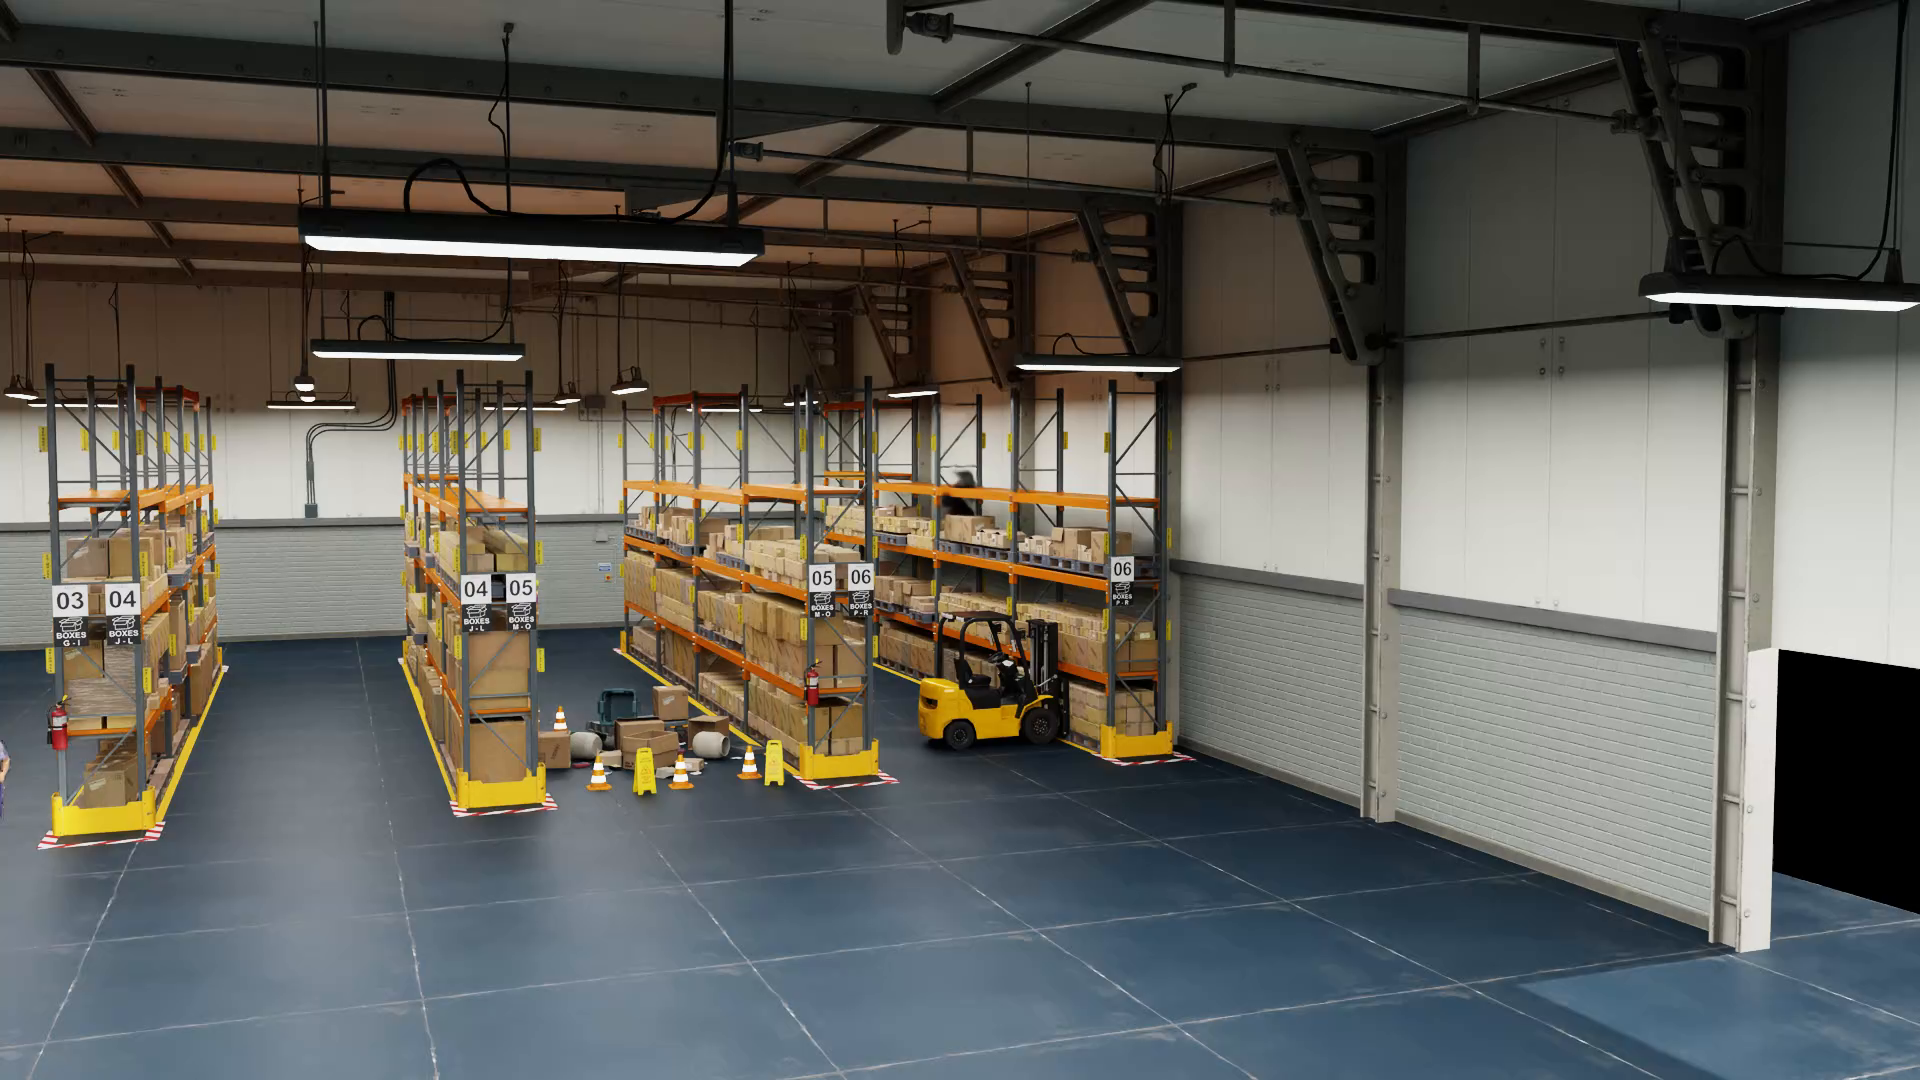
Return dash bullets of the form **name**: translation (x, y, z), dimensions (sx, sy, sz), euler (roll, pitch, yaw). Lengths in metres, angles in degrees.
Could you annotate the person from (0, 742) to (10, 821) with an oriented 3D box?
- **person**: translation (-11.959, 3.024, 20.344), dimensions (0.547, 1.606, 0.645), euler (3, 5, 45)
